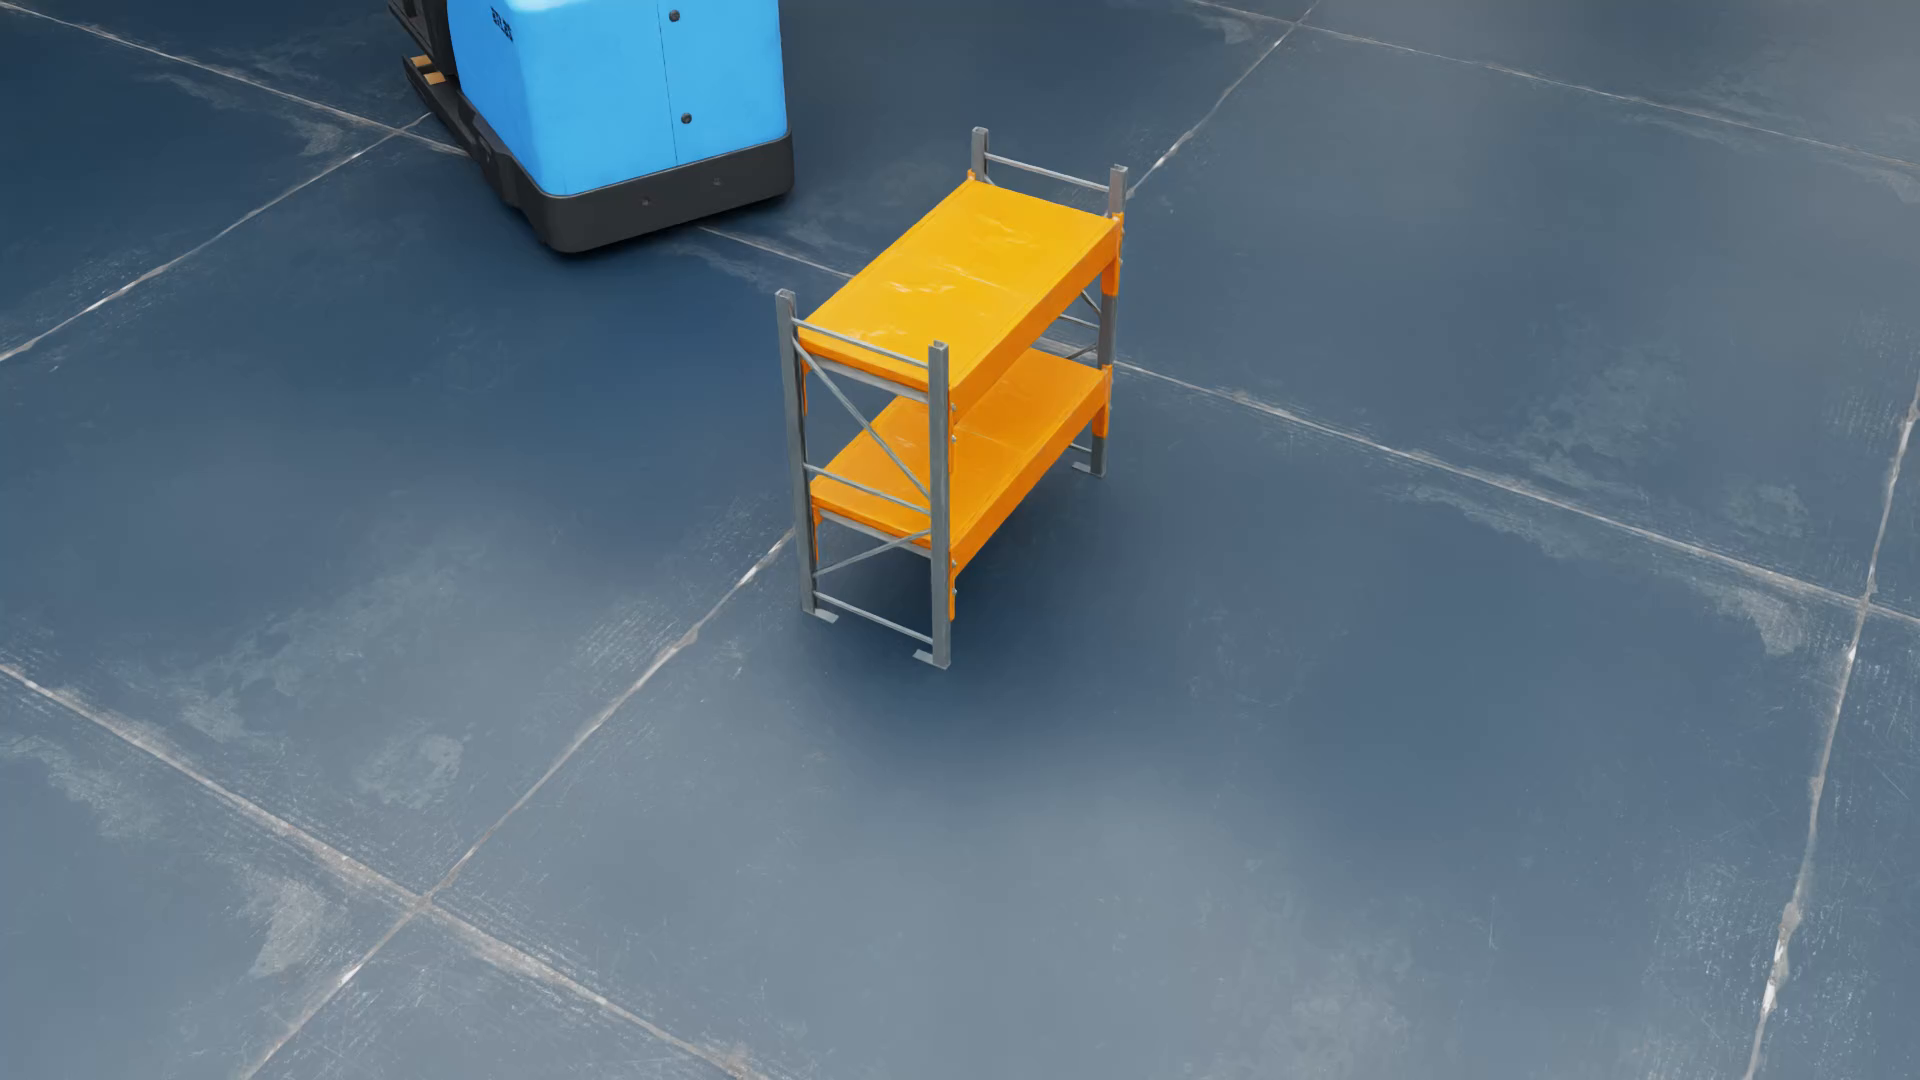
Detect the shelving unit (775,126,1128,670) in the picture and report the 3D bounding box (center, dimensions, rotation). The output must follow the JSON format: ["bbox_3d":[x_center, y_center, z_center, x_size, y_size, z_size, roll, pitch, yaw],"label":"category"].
[{"bbox_3d":[0.003,-0.426,4.883,0.538,1.125,1.048,21,45,22],"label":"shelving unit"}]

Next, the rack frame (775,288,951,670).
[{"bbox_3d":[-0.251,-0.135,4.552,0.500,1.125,0.032,21,45,22],"label":"rack frame"}]

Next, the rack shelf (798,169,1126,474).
[{"bbox_3d":[0.003,-0.646,4.689,0.538,0.278,1.000,21,45,22],"label":"rack shelf"}]

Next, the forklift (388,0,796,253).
[{"bbox_3d":[-1.859,-3.161,6.622,1.130,2.935,3.031,-22,46,-23],"label":"forklift"}]

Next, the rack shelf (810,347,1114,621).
[{"bbox_3d":[0.003,-0.243,5.044,0.538,0.278,1.000,21,45,22],"label":"rack shelf"}]

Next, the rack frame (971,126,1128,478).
[{"bbox_3d":[0.258,-0.717,5.213,0.500,1.125,0.032,21,45,22],"label":"rack frame"}]
